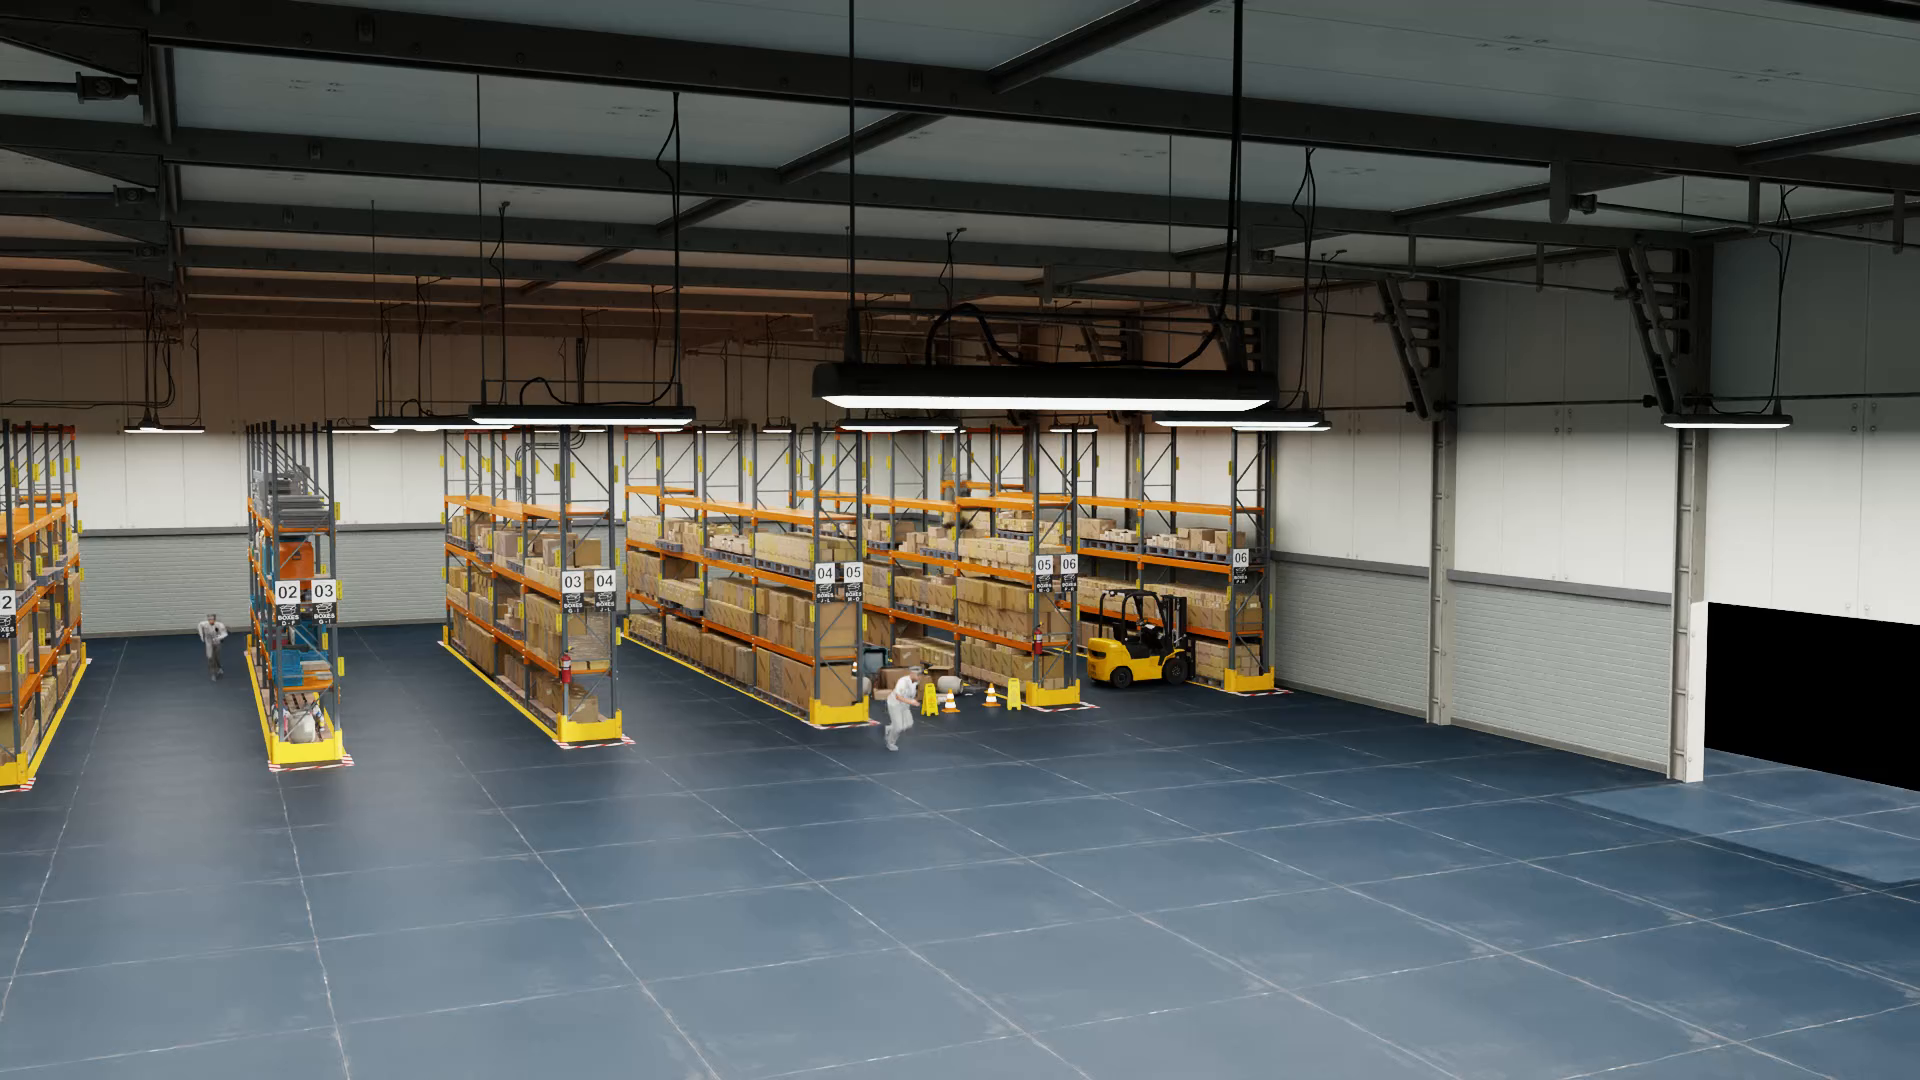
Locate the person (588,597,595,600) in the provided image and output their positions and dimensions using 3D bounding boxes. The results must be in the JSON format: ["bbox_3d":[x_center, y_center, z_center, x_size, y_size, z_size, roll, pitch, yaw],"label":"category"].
[{"bbox_3d":[-10.721,1.903,48.150,0.708,1.661,0.571,1,4,8],"label":"person"}]

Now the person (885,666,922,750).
[{"bbox_3d":[-1.007,3.054,30.336,0.844,1.560,0.692,2,4,34],"label":"person"}]

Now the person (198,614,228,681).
[{"bbox_3d":[-17.612,2.507,39.264,0.659,1.623,0.964,-1,4,-14],"label":"person"}]
